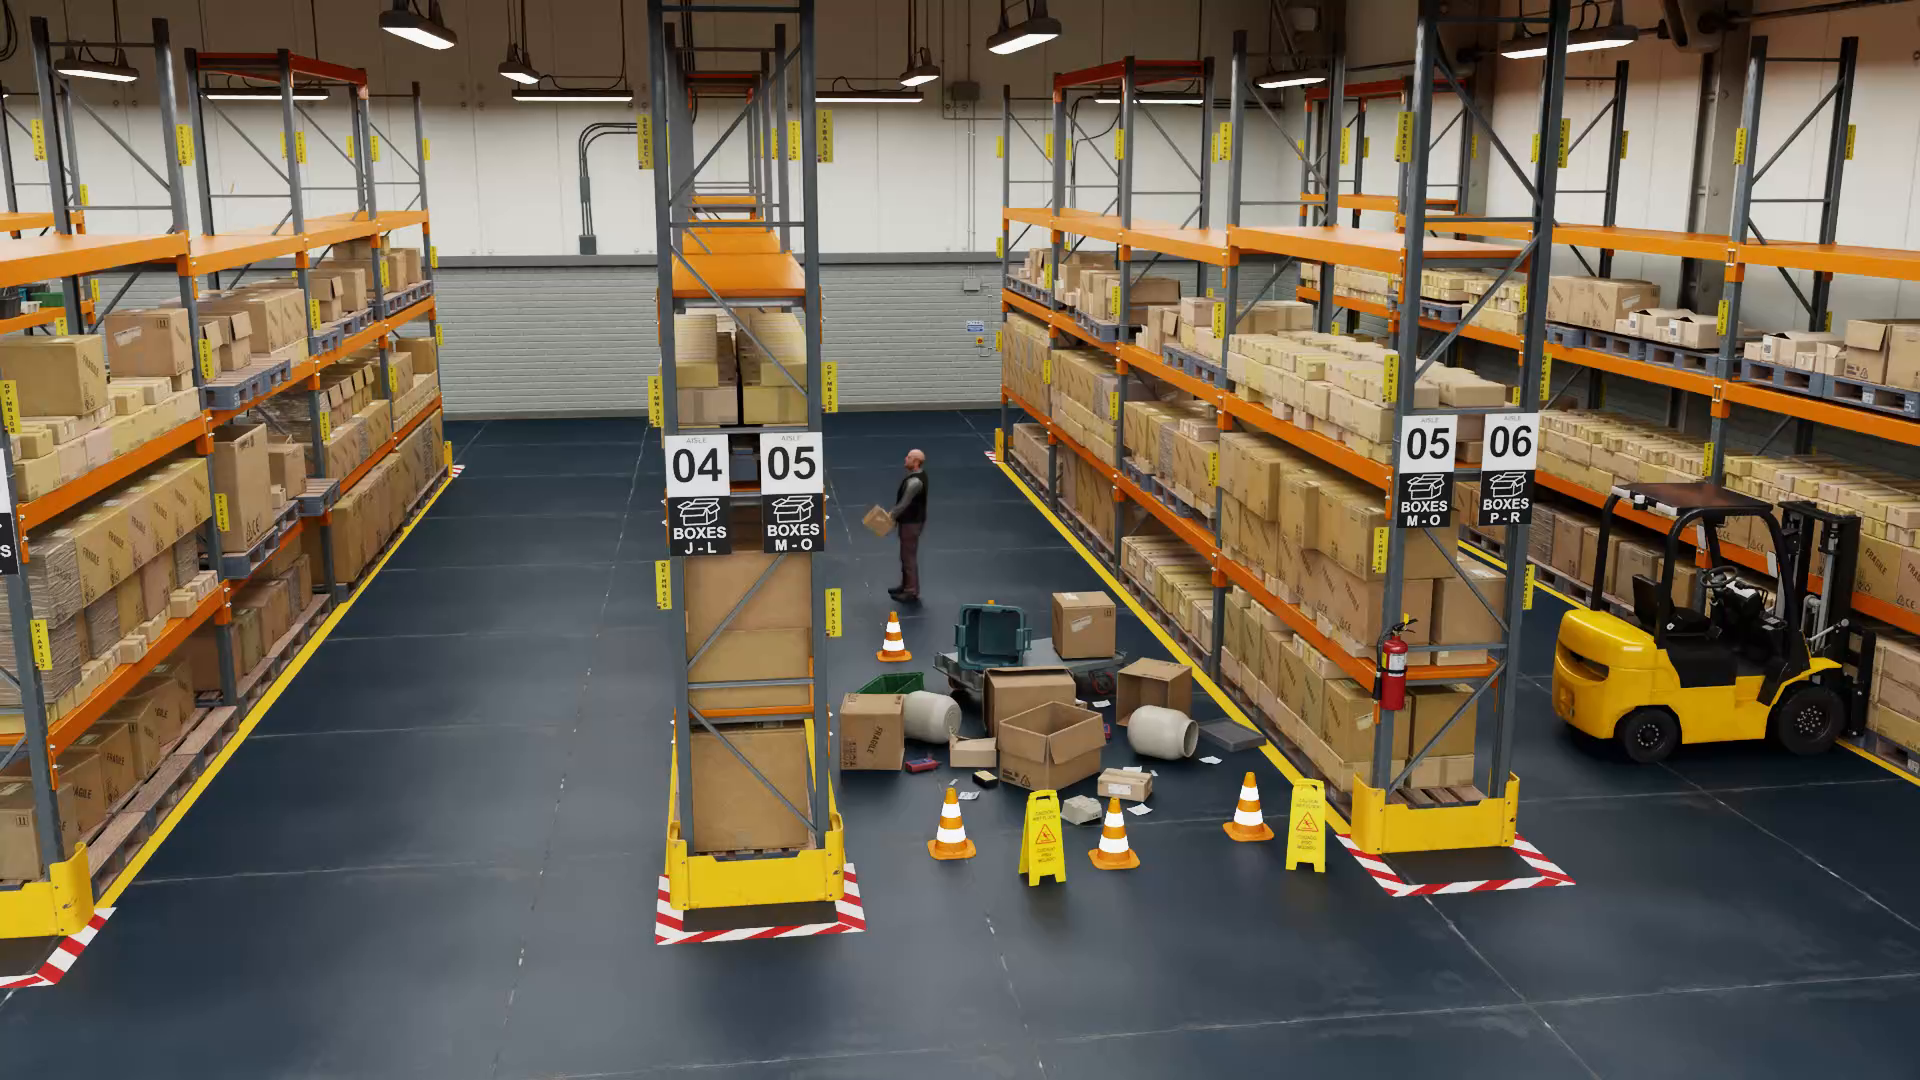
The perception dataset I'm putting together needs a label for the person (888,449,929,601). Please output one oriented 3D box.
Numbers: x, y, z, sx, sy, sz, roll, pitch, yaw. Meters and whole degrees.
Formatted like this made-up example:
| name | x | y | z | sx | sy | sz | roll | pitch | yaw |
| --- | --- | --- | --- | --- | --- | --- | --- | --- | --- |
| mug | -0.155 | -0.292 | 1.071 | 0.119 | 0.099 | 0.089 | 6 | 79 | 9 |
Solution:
| name | x | y | z | sx | sy | sz | roll | pitch | yaw |
| --- | --- | --- | --- | --- | --- | --- | --- | --- | --- |
| person | -0.615 | -0.178 | 18.794 | 0.521 | 1.726 | 0.516 | 2 | 13 | 7 |
